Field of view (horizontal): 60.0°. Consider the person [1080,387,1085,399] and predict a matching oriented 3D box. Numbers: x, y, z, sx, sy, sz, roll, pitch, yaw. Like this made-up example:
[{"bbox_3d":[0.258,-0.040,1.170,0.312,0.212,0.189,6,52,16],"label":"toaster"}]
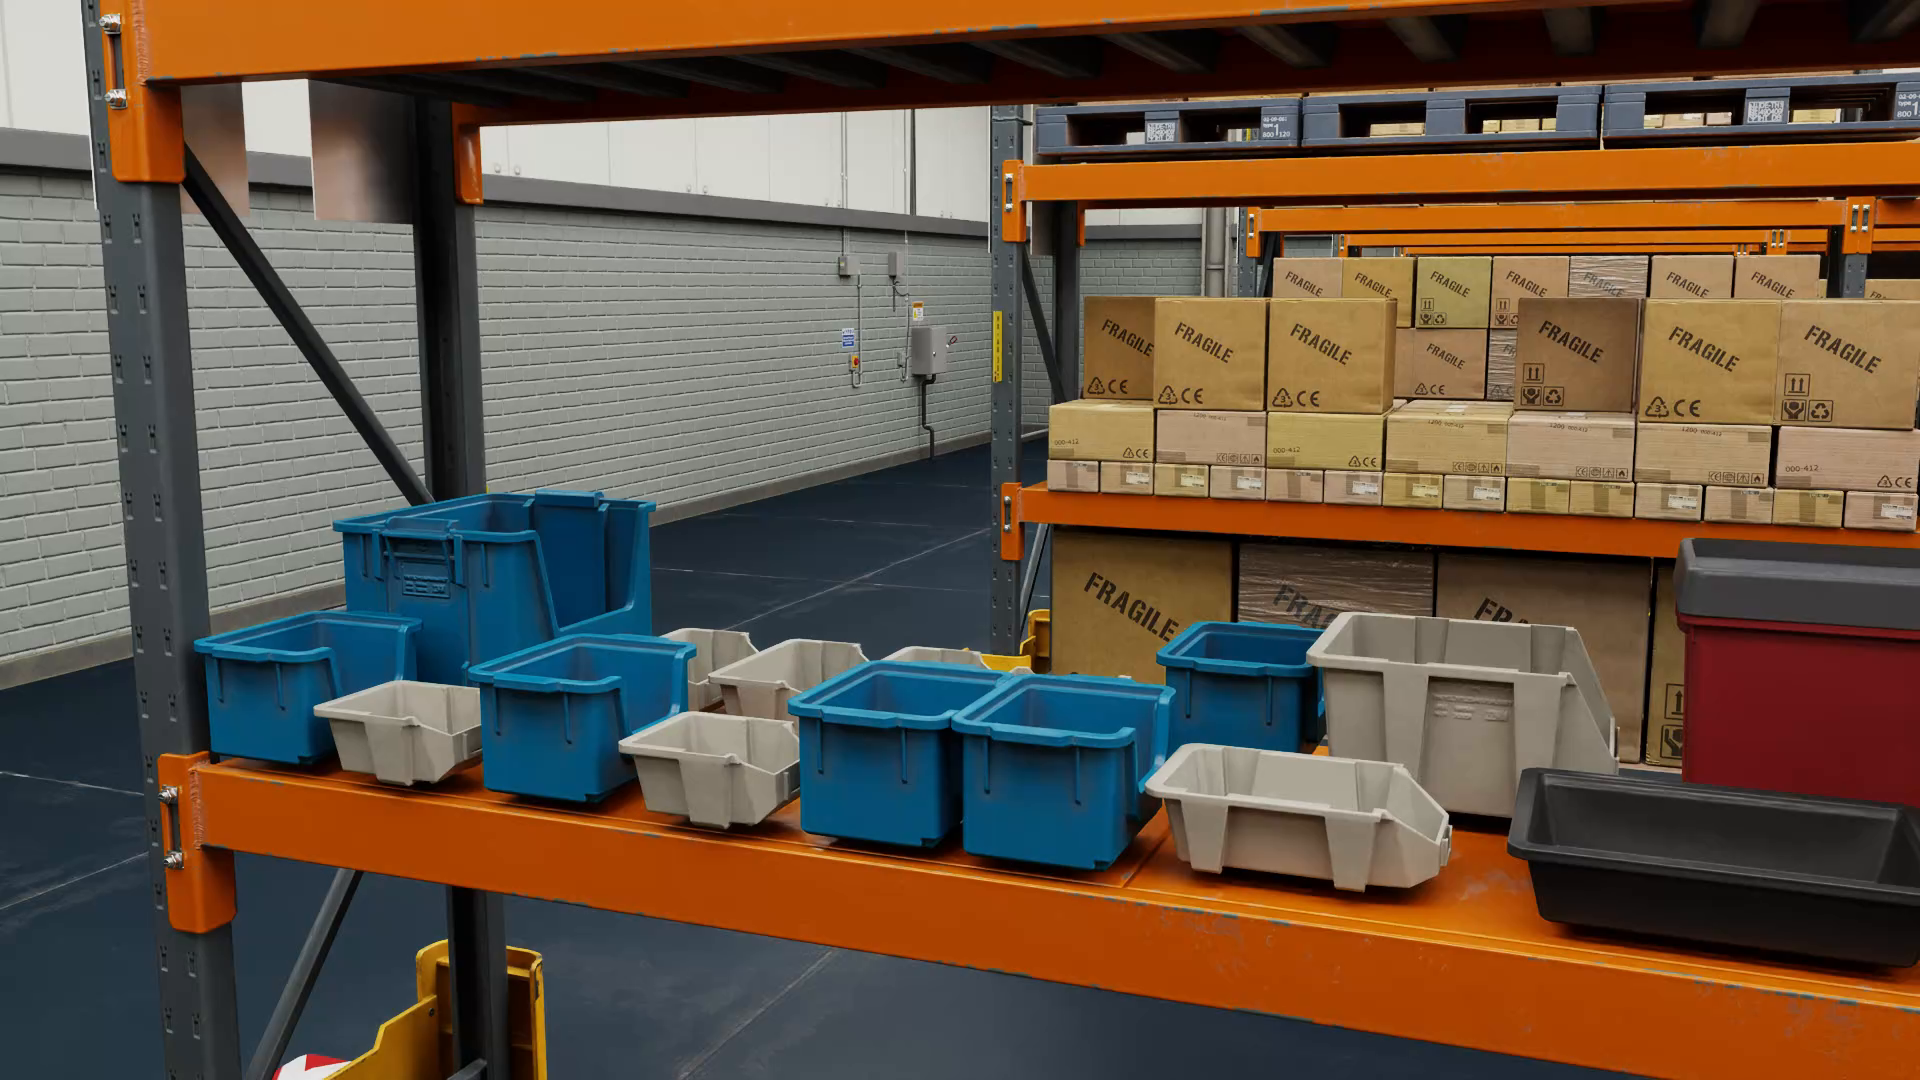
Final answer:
[{"bbox_3d":[0.793,-0.164,10.422,0.353,1.673,0.519,3,9,18],"label":"person"}]
